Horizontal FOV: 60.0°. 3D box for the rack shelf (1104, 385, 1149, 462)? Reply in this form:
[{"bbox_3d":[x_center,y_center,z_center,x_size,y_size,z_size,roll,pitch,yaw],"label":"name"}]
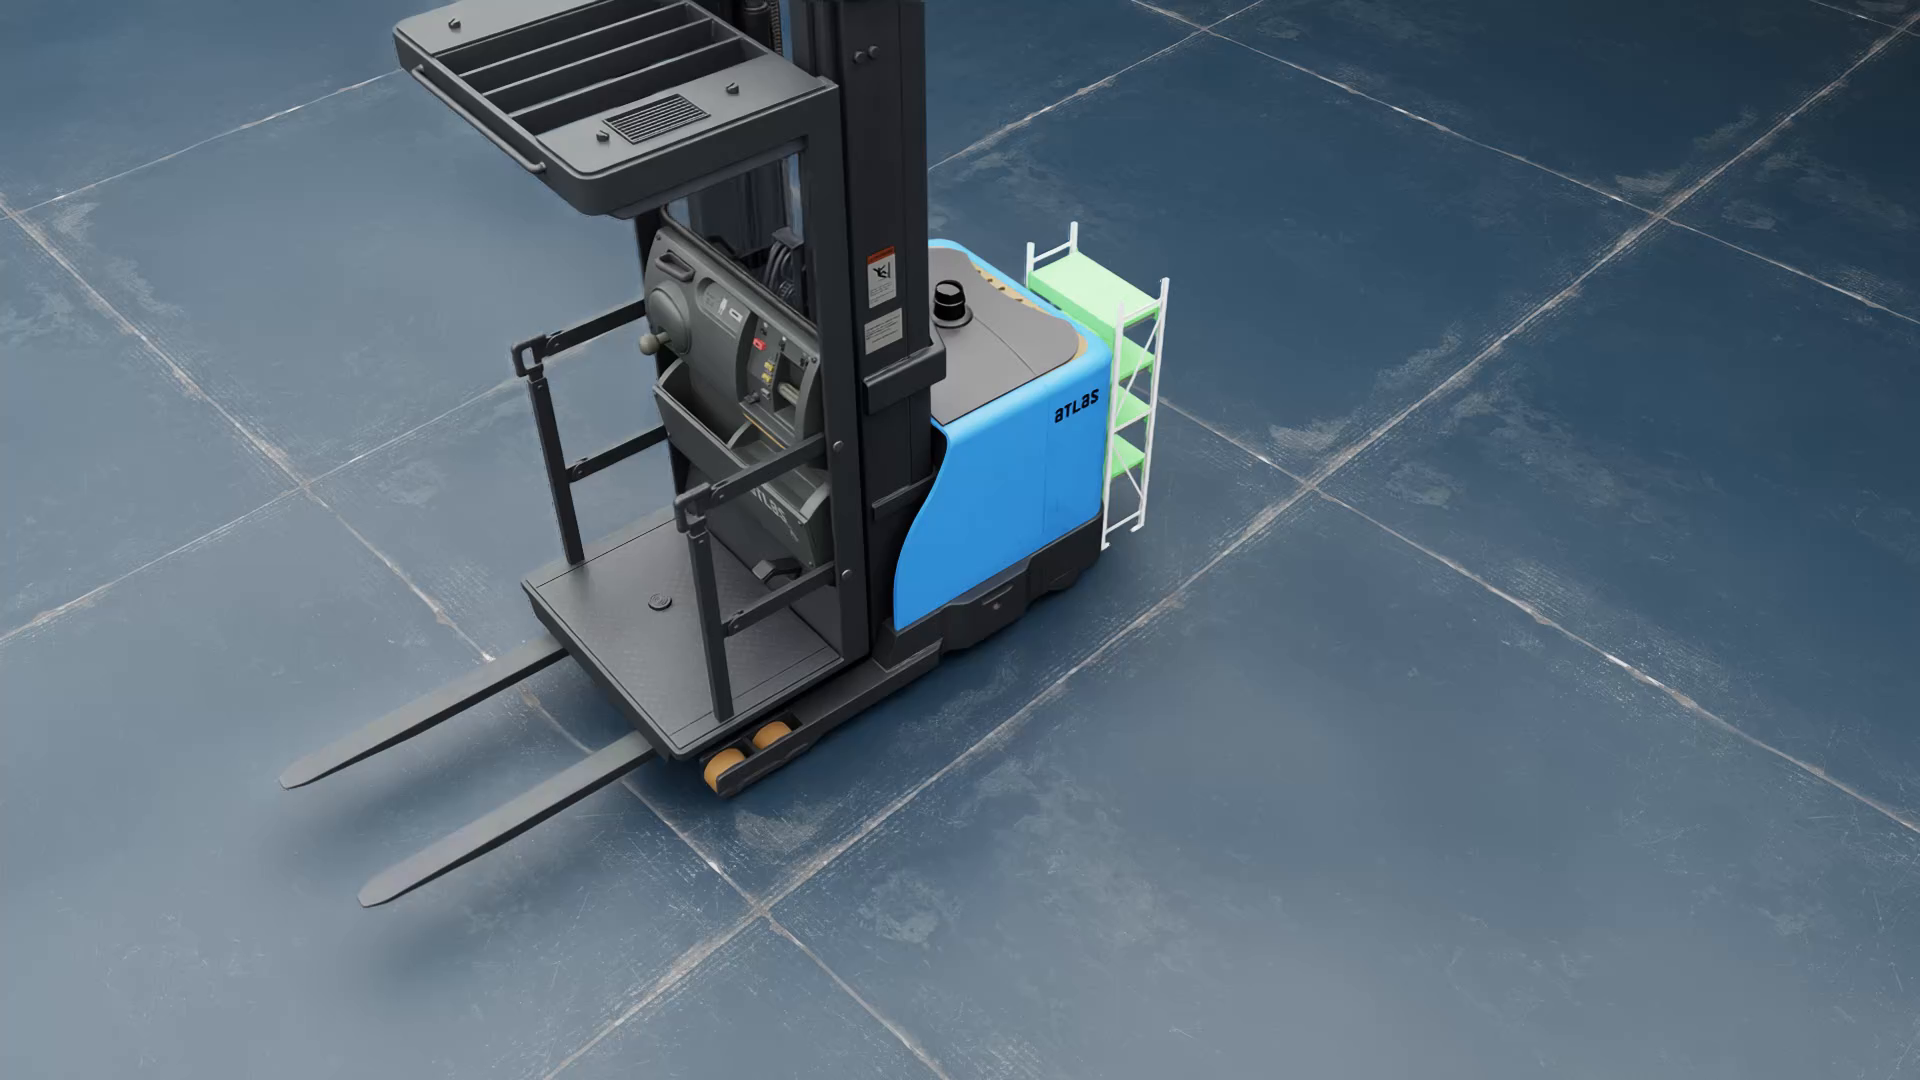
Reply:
[{"bbox_3d":[0.501,-0.532,6.536,0.258,0.148,0.480,-29,50,-28],"label":"rack shelf"}]

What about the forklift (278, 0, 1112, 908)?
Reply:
[{"bbox_3d":[-0.900,-0.594,5.233,3.031,2.935,1.130,-29,50,-28],"label":"forklift"}]

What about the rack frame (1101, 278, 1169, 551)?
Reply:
[{"bbox_3d":[0.656,-0.451,6.354,0.240,1.200,0.015,-29,50,-28],"label":"rack frame"}]

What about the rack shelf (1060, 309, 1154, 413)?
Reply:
[{"bbox_3d":[0.501,-0.709,6.373,0.258,0.148,0.480,-29,50,-28],"label":"rack shelf"}]

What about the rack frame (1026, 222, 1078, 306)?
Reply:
[{"bbox_3d":[0.346,-0.707,6.631,0.240,1.200,0.015,-29,50,-28],"label":"rack frame"}]

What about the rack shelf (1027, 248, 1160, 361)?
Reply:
[{"bbox_3d":[0.502,-0.885,6.210,0.258,0.148,0.480,-29,50,-28],"label":"rack shelf"}]

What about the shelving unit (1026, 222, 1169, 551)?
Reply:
[{"bbox_3d":[0.501,-0.579,6.492,0.258,1.200,0.503,-29,50,-28],"label":"shelving unit"}]

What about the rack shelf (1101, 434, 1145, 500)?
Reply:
[{"bbox_3d":[0.501,-0.356,6.698,0.258,0.148,0.480,-29,50,-28],"label":"rack shelf"}]
